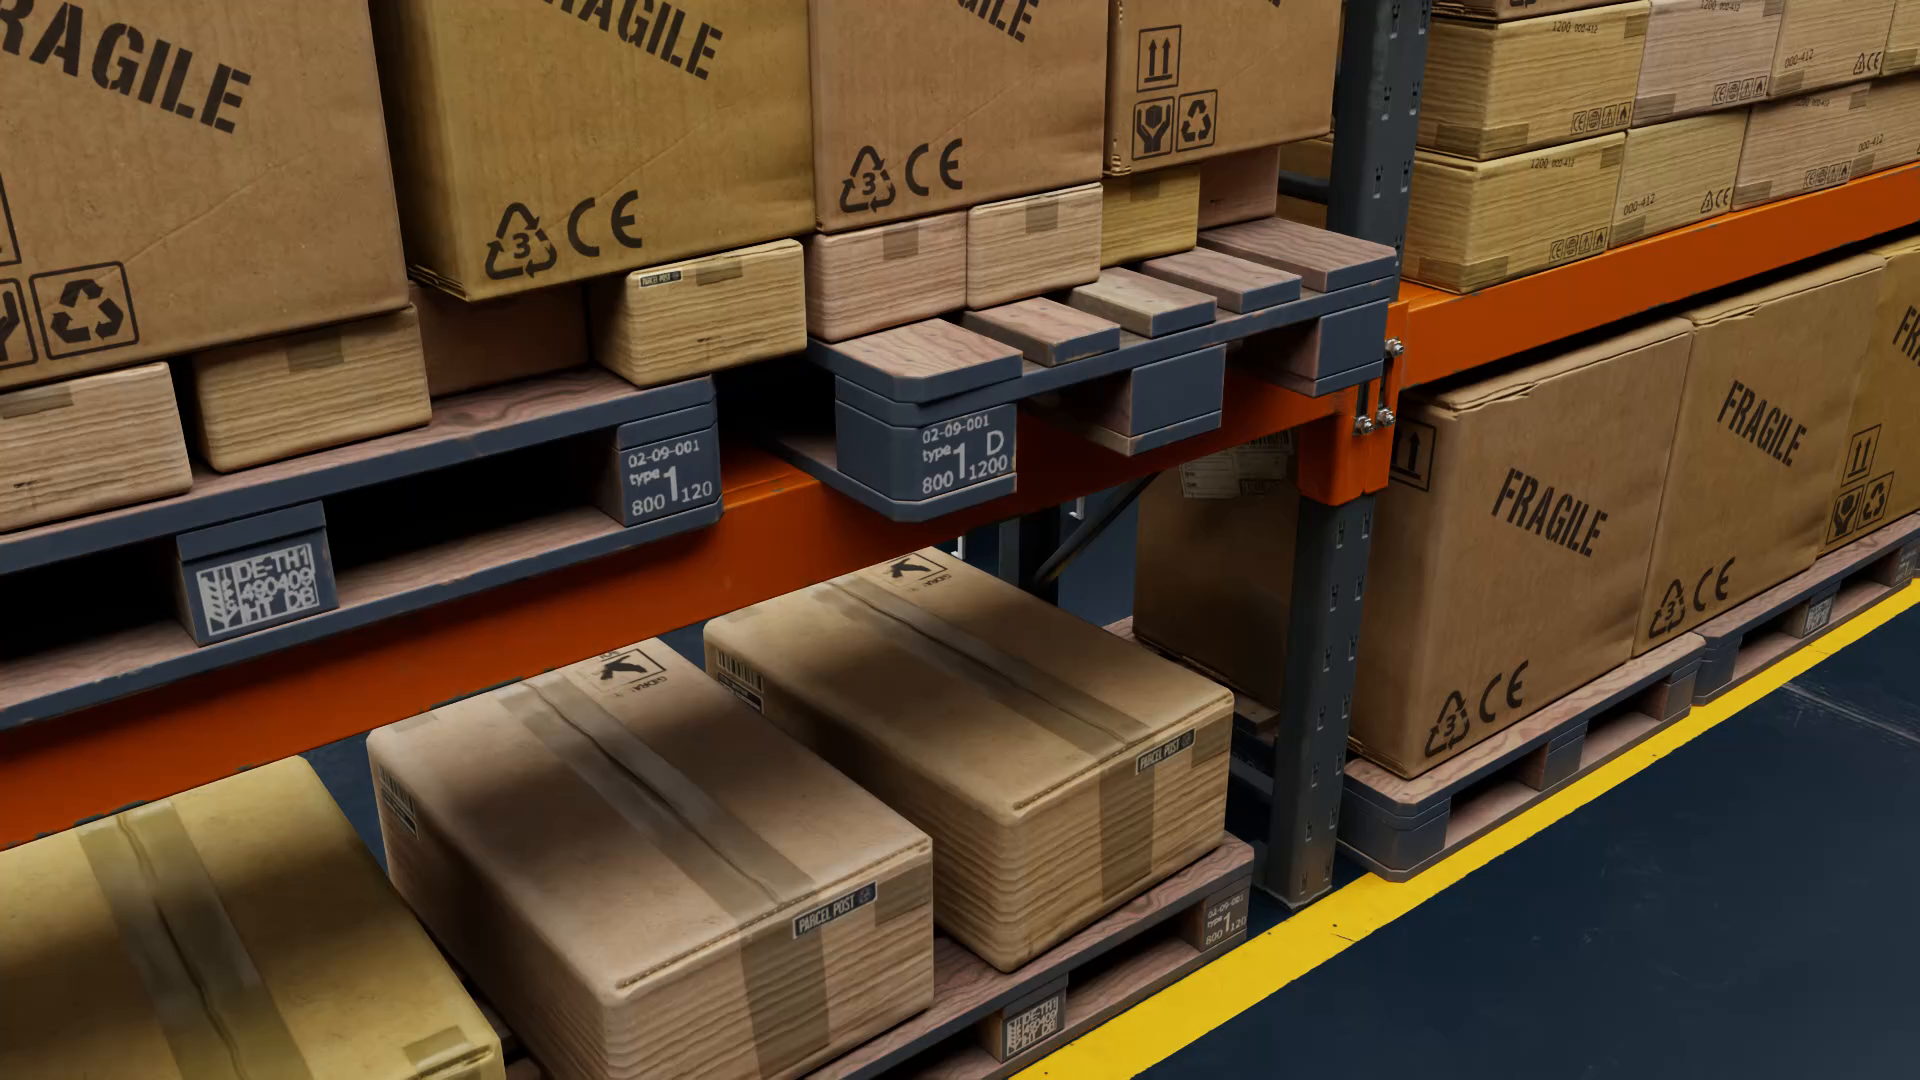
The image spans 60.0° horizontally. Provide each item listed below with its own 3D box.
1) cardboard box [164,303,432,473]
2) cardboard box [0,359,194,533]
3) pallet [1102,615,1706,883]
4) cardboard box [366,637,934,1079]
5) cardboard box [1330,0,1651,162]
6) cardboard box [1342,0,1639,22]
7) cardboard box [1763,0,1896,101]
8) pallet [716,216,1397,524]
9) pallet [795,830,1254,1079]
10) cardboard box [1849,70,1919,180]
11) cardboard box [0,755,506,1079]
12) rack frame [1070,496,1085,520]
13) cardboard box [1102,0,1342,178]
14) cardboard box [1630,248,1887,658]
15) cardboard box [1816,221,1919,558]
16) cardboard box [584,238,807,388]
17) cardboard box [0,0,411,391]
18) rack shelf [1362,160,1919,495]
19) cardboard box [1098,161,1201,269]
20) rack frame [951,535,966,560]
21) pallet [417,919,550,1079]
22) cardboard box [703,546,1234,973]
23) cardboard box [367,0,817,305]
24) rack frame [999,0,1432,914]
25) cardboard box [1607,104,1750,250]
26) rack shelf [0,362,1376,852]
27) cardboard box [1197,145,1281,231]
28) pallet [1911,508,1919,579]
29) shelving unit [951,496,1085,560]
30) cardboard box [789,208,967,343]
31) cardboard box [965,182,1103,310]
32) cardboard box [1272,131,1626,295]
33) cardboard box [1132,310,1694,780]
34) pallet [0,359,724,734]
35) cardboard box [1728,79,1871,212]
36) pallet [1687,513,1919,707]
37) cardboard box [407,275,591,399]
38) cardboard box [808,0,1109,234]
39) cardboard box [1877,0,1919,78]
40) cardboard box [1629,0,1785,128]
[{"bbox_3d":[-0.835,-0.231,1.985,0.250,0.149,0.380,-19,31,-36],"label":"cardboard box"},{"bbox_3d":[-1.027,-0.152,1.815,0.250,0.149,0.380,-17,30,-32],"label":"cardboard box"},{"bbox_3d":[1.115,0.338,4.270,1.213,0.211,1.003,-18,31,-34],"label":"pallet"},{"bbox_3d":[-0.578,0.593,3.033,0.625,0.372,0.950,-19,31,-35],"label":"cardboard box"},{"bbox_3d":[1.000,-0.955,3.329,0.500,0.250,0.500,-19,31,-34],"label":"cardboard box"},{"bbox_3d":[0.987,-1.293,3.166,0.500,0.500,0.500,-19,31,-36],"label":"cardboard box"},{"bbox_3d":[1.807,-1.214,3.888,0.500,0.250,0.500,-18,31,-34],"label":"cardboard box"},{"bbox_3d":[-0.047,-0.439,2.861,1.003,0.211,1.213,-18,31,-34],"label":"pallet"},{"bbox_3d":[-0.167,0.721,3.446,1.213,0.211,1.003,-18,31,-34],"label":"pallet"},{"bbox_3d":[2.185,-1.125,4.290,0.500,0.250,0.500,-18,31,-34],"label":"cardboard box"},{"bbox_3d":[-1.178,0.788,2.612,0.625,0.372,0.950,-17,30,-32],"label":"cardboard box"},{"bbox_3d":[0.322,-0.651,5.227,0.015,1.200,0.240,-18,31,-34],"label":"rack frame"},{"bbox_3d":[0.262,-0.907,2.671,0.500,0.500,0.500,-19,31,-35],"label":"cardboard box"},{"bbox_3d":[1.748,-0.356,4.478,0.875,0.875,0.875,-18,30,-33],"label":"cardboard box"},{"bbox_3d":[2.452,-0.588,4.978,0.875,0.875,0.875,-17,30,-33],"label":"cardboard box"},{"bbox_3d":[-0.412,-0.347,2.235,0.250,0.149,0.380,-18,30,-33],"label":"cardboard box"},{"bbox_3d":[-0.964,-0.496,1.785,0.500,0.500,0.500,-20,31,-36],"label":"cardboard box"},{"bbox_3d":[2.022,-0.940,4.567,4.000,0.370,1.077,-18,31,-34],"label":"rack shelf"},{"bbox_3d":[0.169,-0.566,2.707,0.250,0.149,0.380,-18,30,-33],"label":"cardboard box"},{"bbox_3d":[-0.062,-0.524,4.953,0.015,1.200,0.240,-18,31,-34],"label":"rack frame"},{"bbox_3d":[-1.127,1.036,2.767,1.213,0.211,1.003,-18,31,-34],"label":"pallet"},{"bbox_3d":[-0.002,0.398,3.451,0.625,0.372,0.950,-21,32,-37],"label":"cardboard box"},{"bbox_3d":[-0.534,-0.638,2.090,0.500,0.500,0.500,-21,32,-37],"label":"cardboard box"},{"bbox_3d":[0.448,-0.747,3.296,0.127,3.000,1.000,-18,31,-34],"label":"rack frame"},{"bbox_3d":[1.382,-0.862,3.722,0.500,0.250,0.500,-19,31,-35],"label":"cardboard box"},{"bbox_3d":[-1.125,0.099,2.328,4.000,0.370,1.077,-18,31,-34],"label":"rack shelf"},{"bbox_3d":[0.336,-0.660,2.909,0.250,0.149,0.380,-17,30,-32],"label":"cardboard box"},{"bbox_3d":[3.035,-0.295,5.636,1.213,0.211,1.003,-18,31,-34],"label":"pallet"},{"bbox_3d":[0.130,-0.587,5.090,0.503,1.200,0.258,-18,31,-34],"label":"shelving unit"},{"bbox_3d":[-0.204,-0.423,2.399,0.250,0.149,0.380,-20,32,-36],"label":"cardboard box"},{"bbox_3d":[-0.001,-0.486,2.534,0.250,0.149,0.380,-19,31,-34],"label":"cardboard box"},{"bbox_3d":[0.989,-0.722,3.422,0.500,0.250,0.500,-19,31,-35],"label":"cardboard box"},{"bbox_3d":[1.043,-0.125,3.982,0.875,0.875,0.875,-19,31,-34],"label":"cardboard box"},{"bbox_3d":[-1.084,-0.132,2.199,1.213,0.211,1.003,-18,31,-34],"label":"pallet"},{"bbox_3d":[1.798,-0.996,4.011,0.500,0.250,0.500,-17,30,-32],"label":"cardboard box"},{"bbox_3d":[2.075,0.023,4.949,1.213,0.211,1.003,-18,31,-34],"label":"pallet"},{"bbox_3d":[-0.688,-0.324,2.184,0.250,0.149,0.380,-18,30,-34],"label":"cardboard box"},{"bbox_3d":[-0.138,-0.769,2.374,0.500,0.500,0.500,-19,31,-35],"label":"cardboard box"},{"bbox_3d":[2.214,-1.342,4.162,0.500,0.250,0.500,-18,30,-33],"label":"cardboard box"},{"bbox_3d":[1.407,-1.089,3.618,0.500,0.250,0.500,-17,30,-33],"label":"cardboard box"}]
